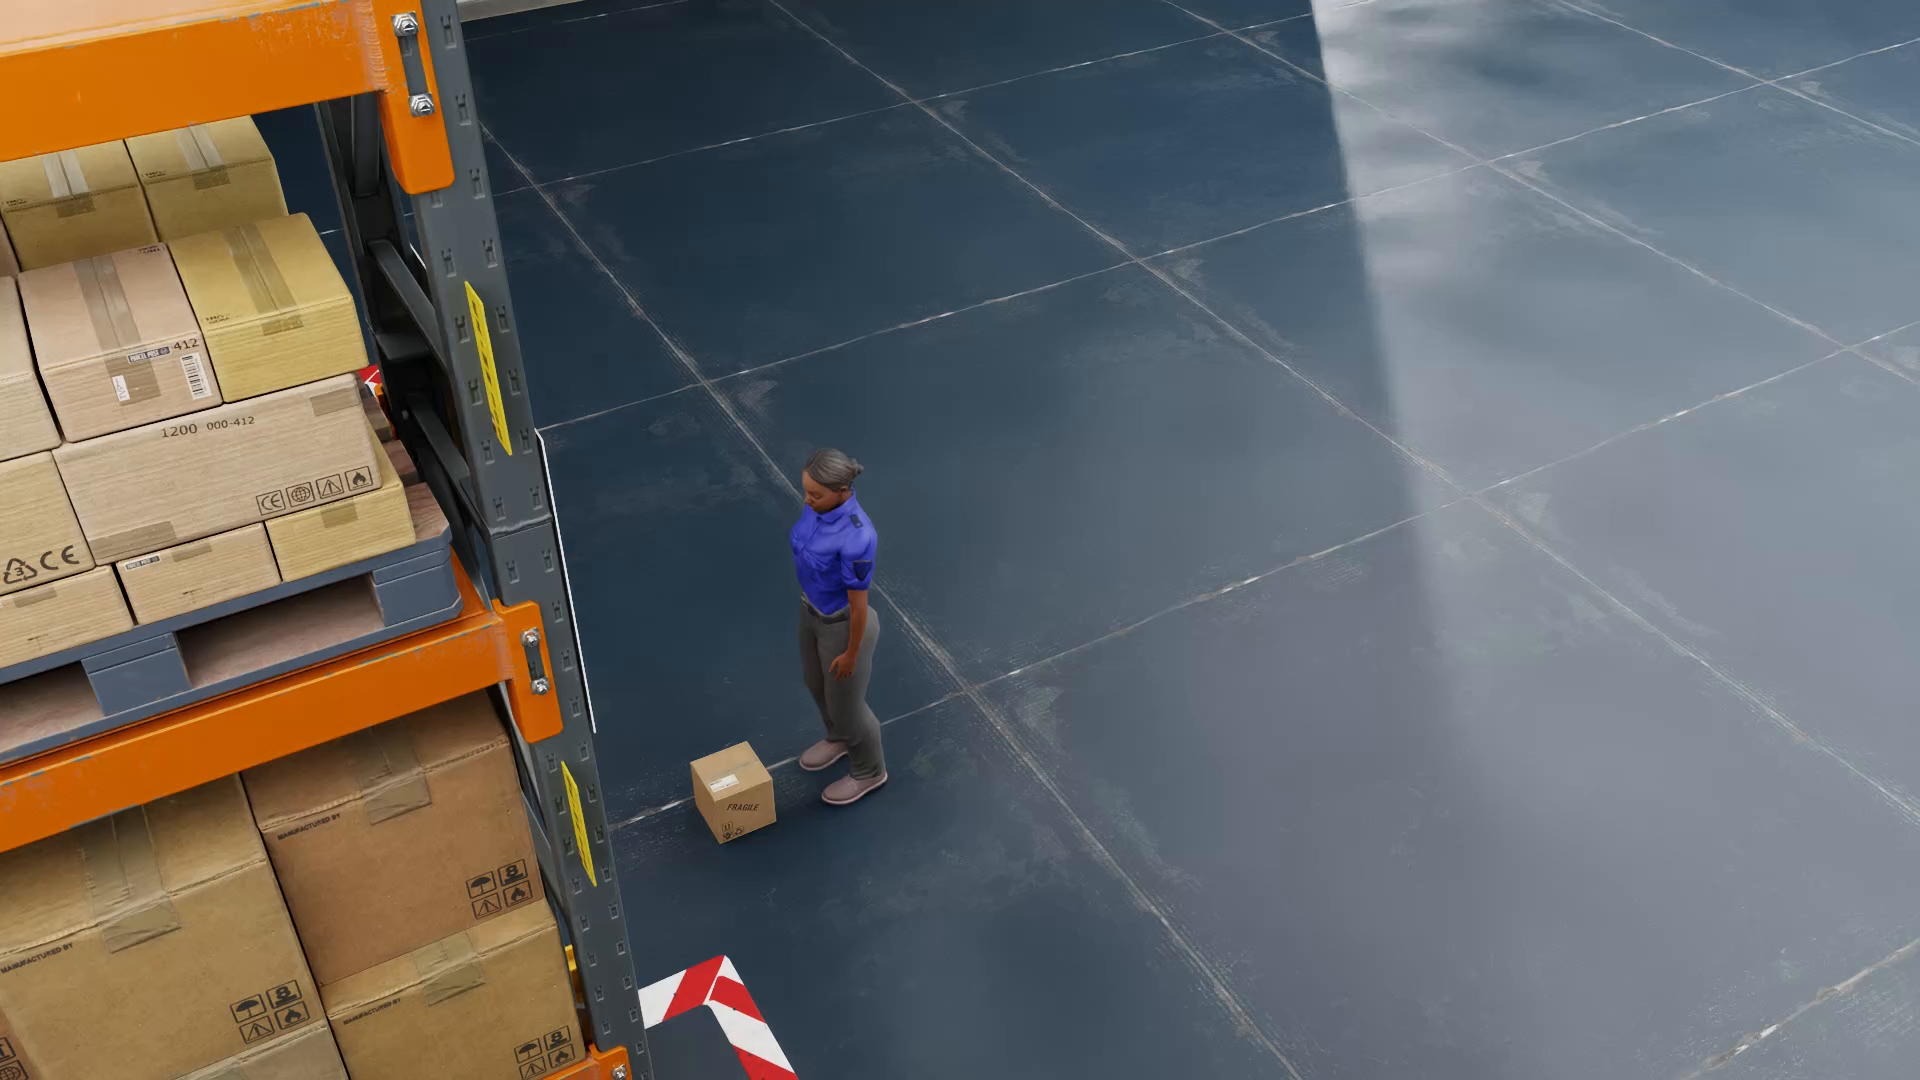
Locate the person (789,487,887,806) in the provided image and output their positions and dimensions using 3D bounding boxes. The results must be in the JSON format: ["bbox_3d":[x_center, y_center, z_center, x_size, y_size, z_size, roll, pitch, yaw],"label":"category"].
[{"bbox_3d":[-0.483,0.415,6.563,0.300,1.453,0.429,-18,41,-23],"label":"person"}]
